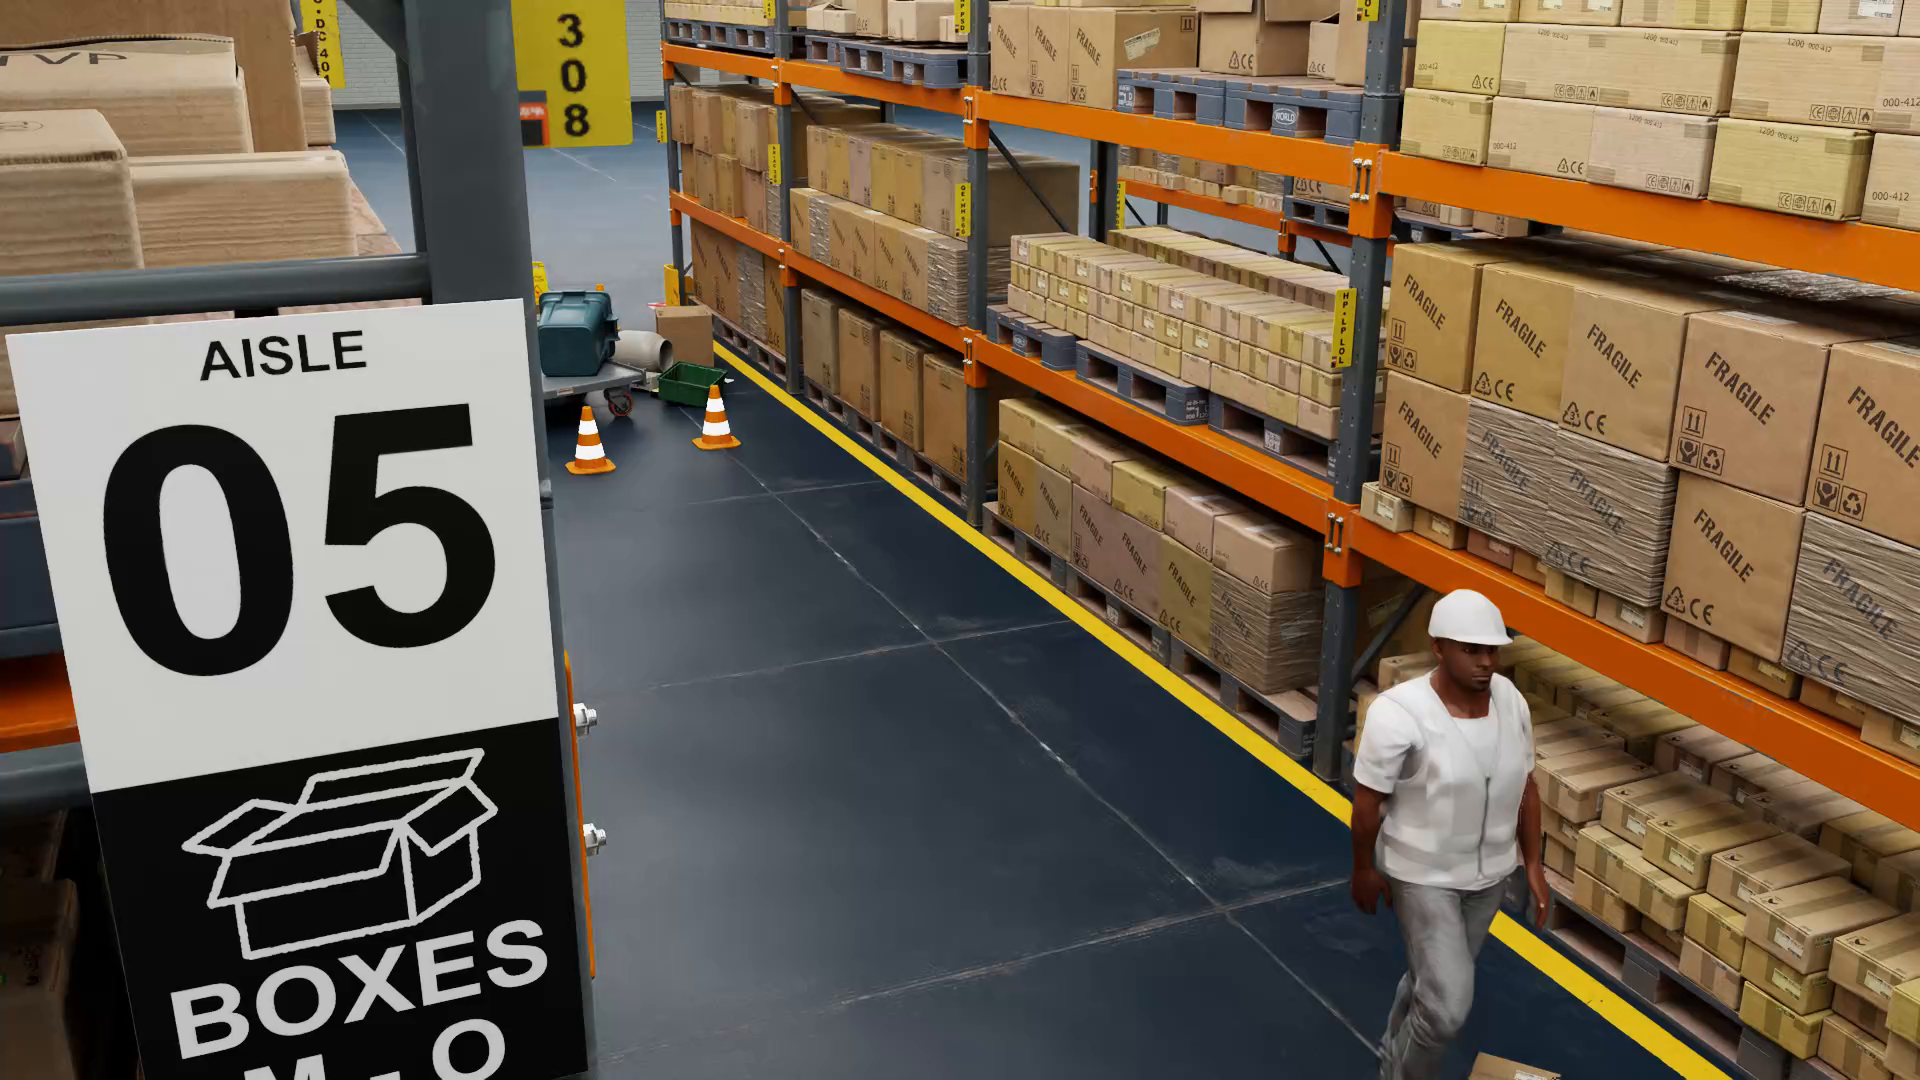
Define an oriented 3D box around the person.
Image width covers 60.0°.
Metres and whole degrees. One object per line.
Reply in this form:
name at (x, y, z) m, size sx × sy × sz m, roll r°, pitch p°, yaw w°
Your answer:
person at (1.486, 1.033, 5.013) m, size 0.567 × 1.829 × 0.513 m, roll -8°, pitch 20°, yaw -22°
